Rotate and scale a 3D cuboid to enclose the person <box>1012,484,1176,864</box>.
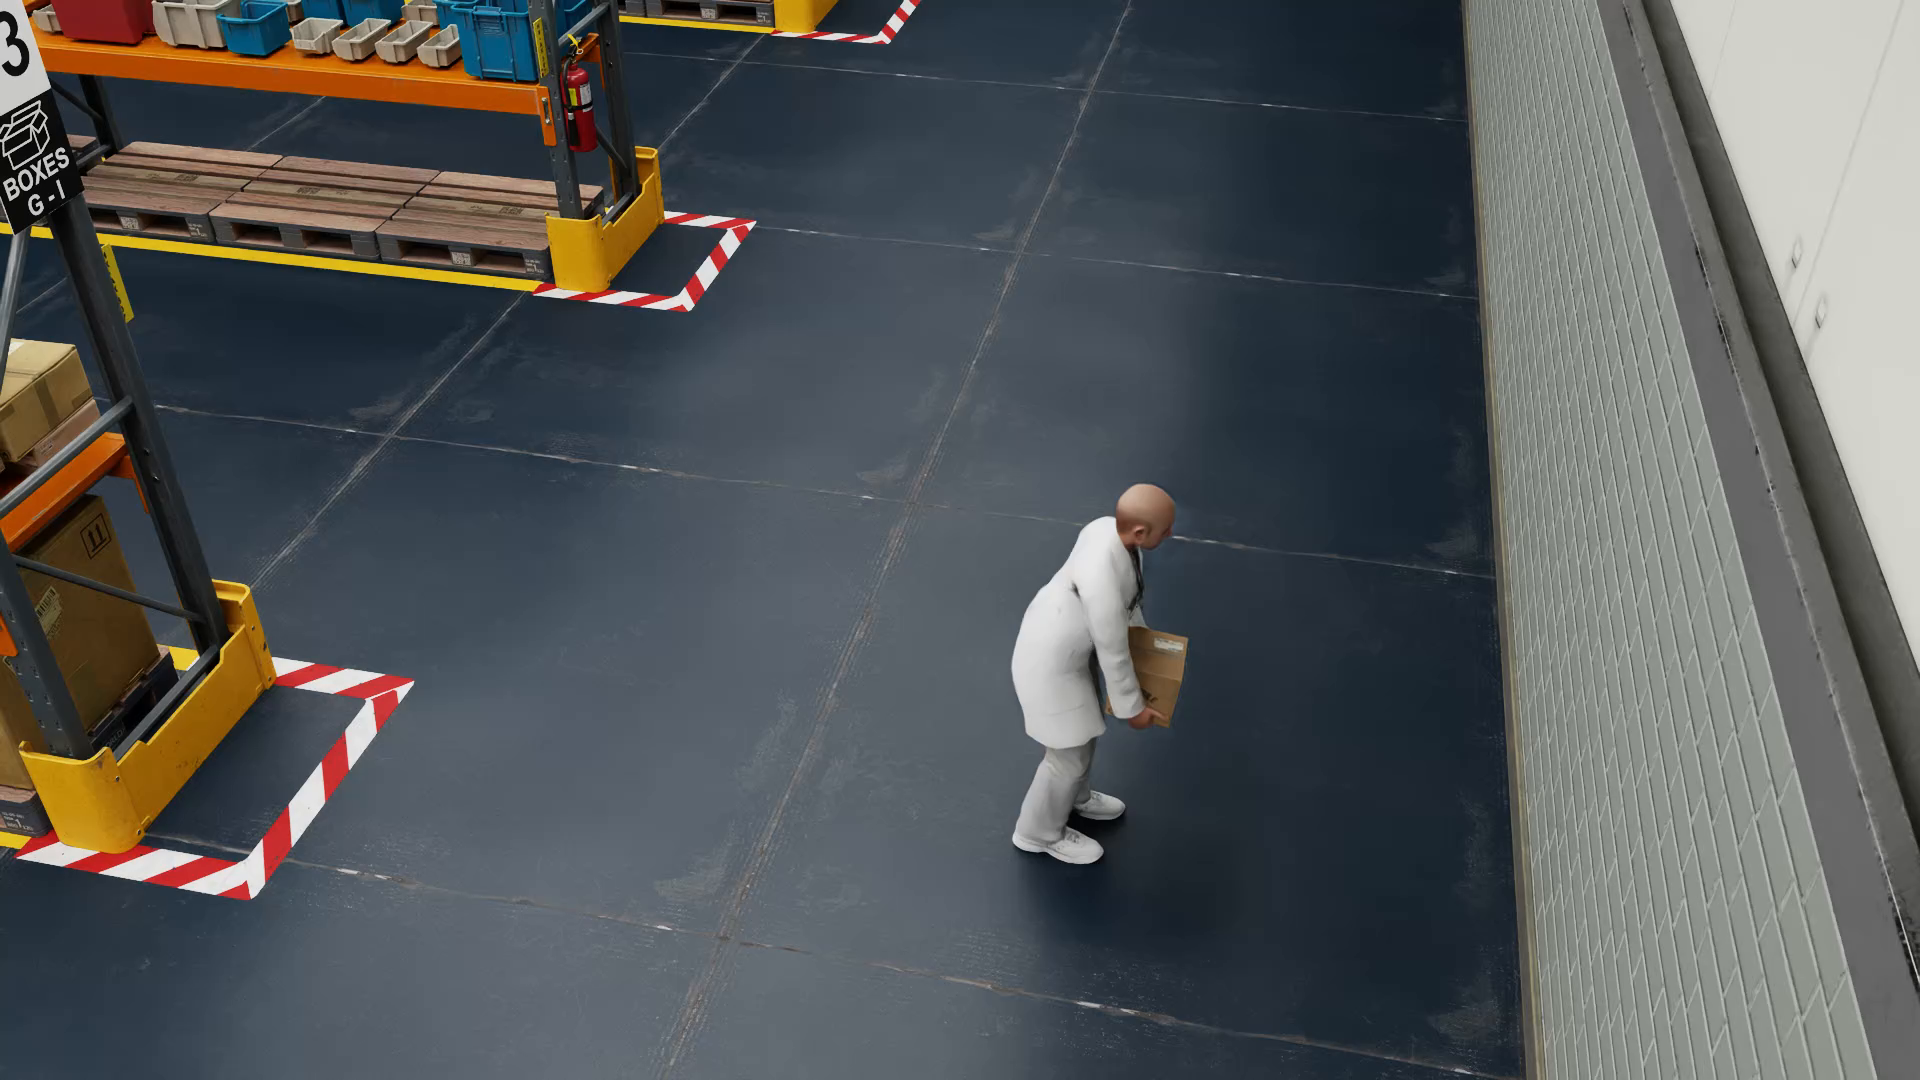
[{"bbox_3d":[0.508,0.507,6.343,0.614,1.717,0.530,7,37,9],"label":"person"}]
